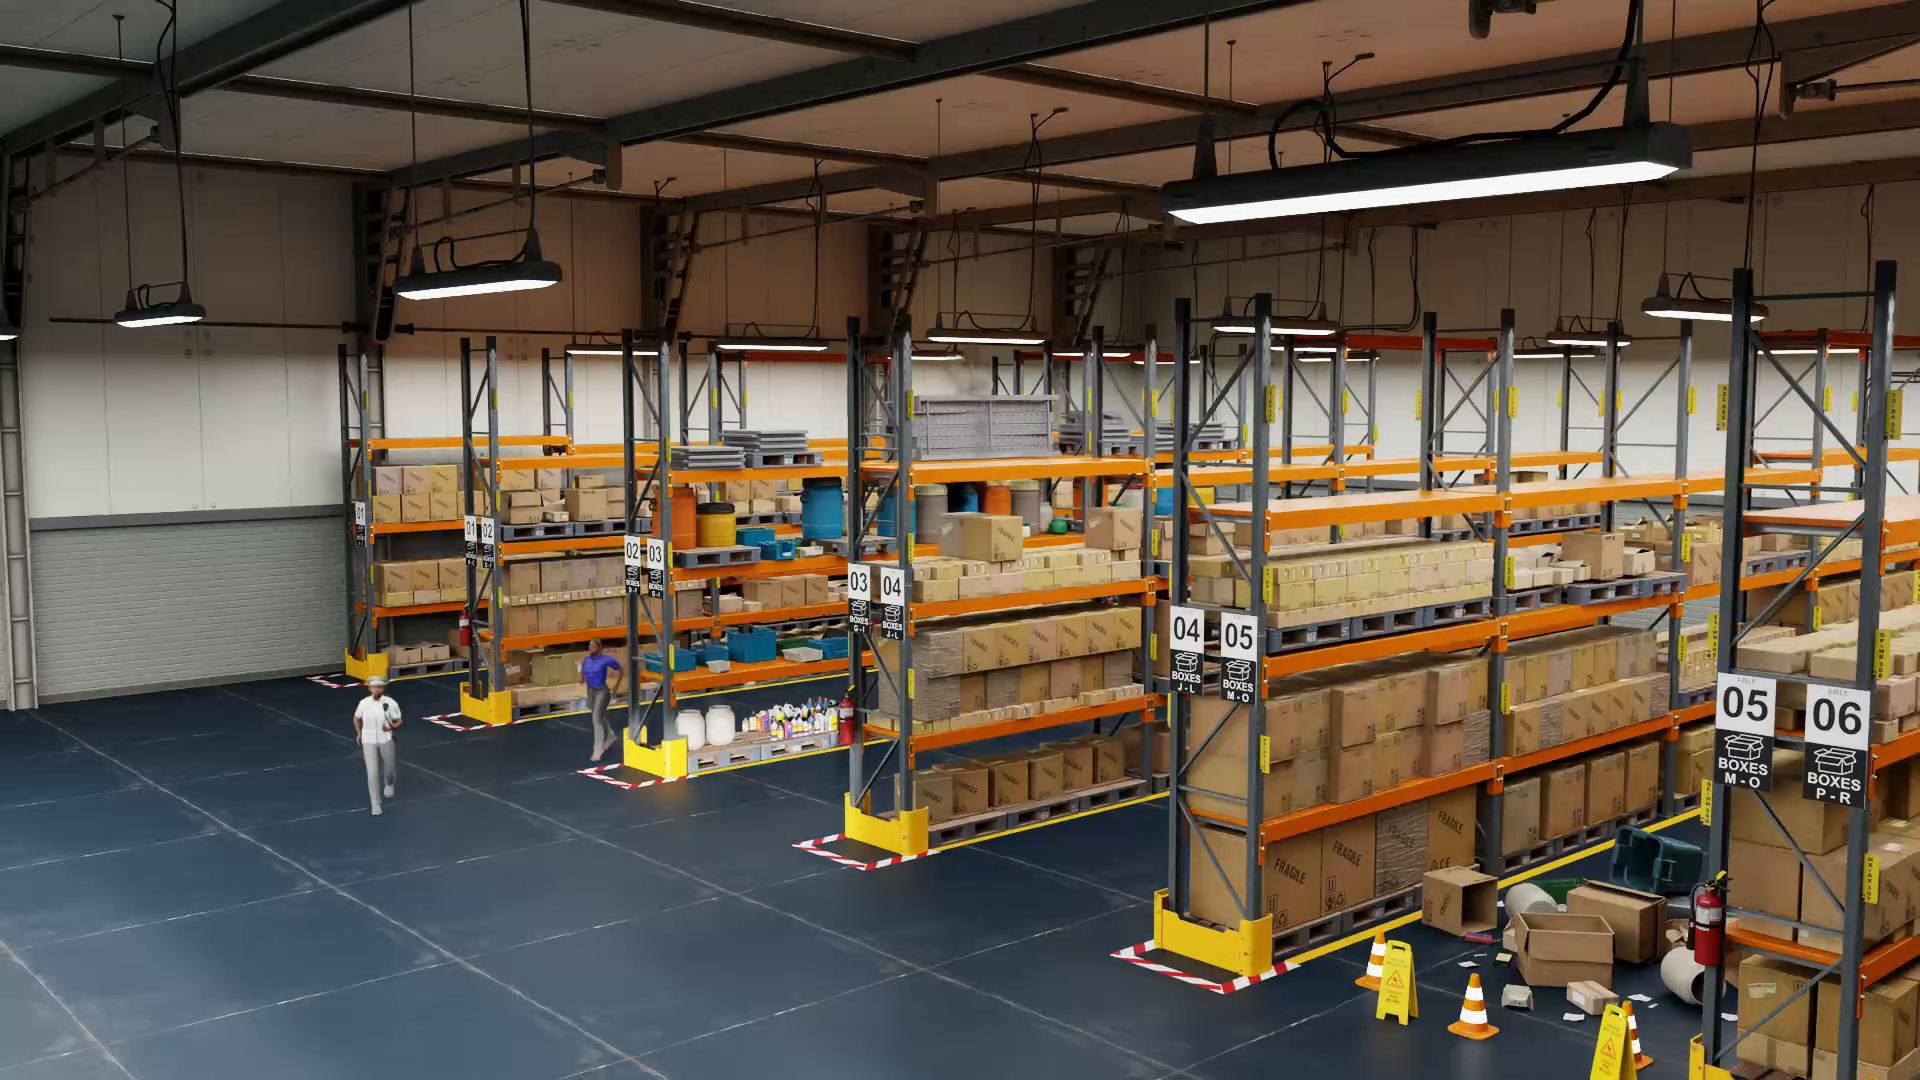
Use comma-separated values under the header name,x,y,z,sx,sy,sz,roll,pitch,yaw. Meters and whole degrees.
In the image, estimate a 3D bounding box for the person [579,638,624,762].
name,x,y,z,sx,sy,sz,roll,pitch,yaw
person,-5.095,2.237,23.570,0.611,1.723,0.776,3,6,26

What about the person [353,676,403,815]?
name,x,y,z,sx,sy,sz,roll,pitch,yaw
person,-7.177,2.490,20.512,0.588,1.669,0.831,-1,5,-16
